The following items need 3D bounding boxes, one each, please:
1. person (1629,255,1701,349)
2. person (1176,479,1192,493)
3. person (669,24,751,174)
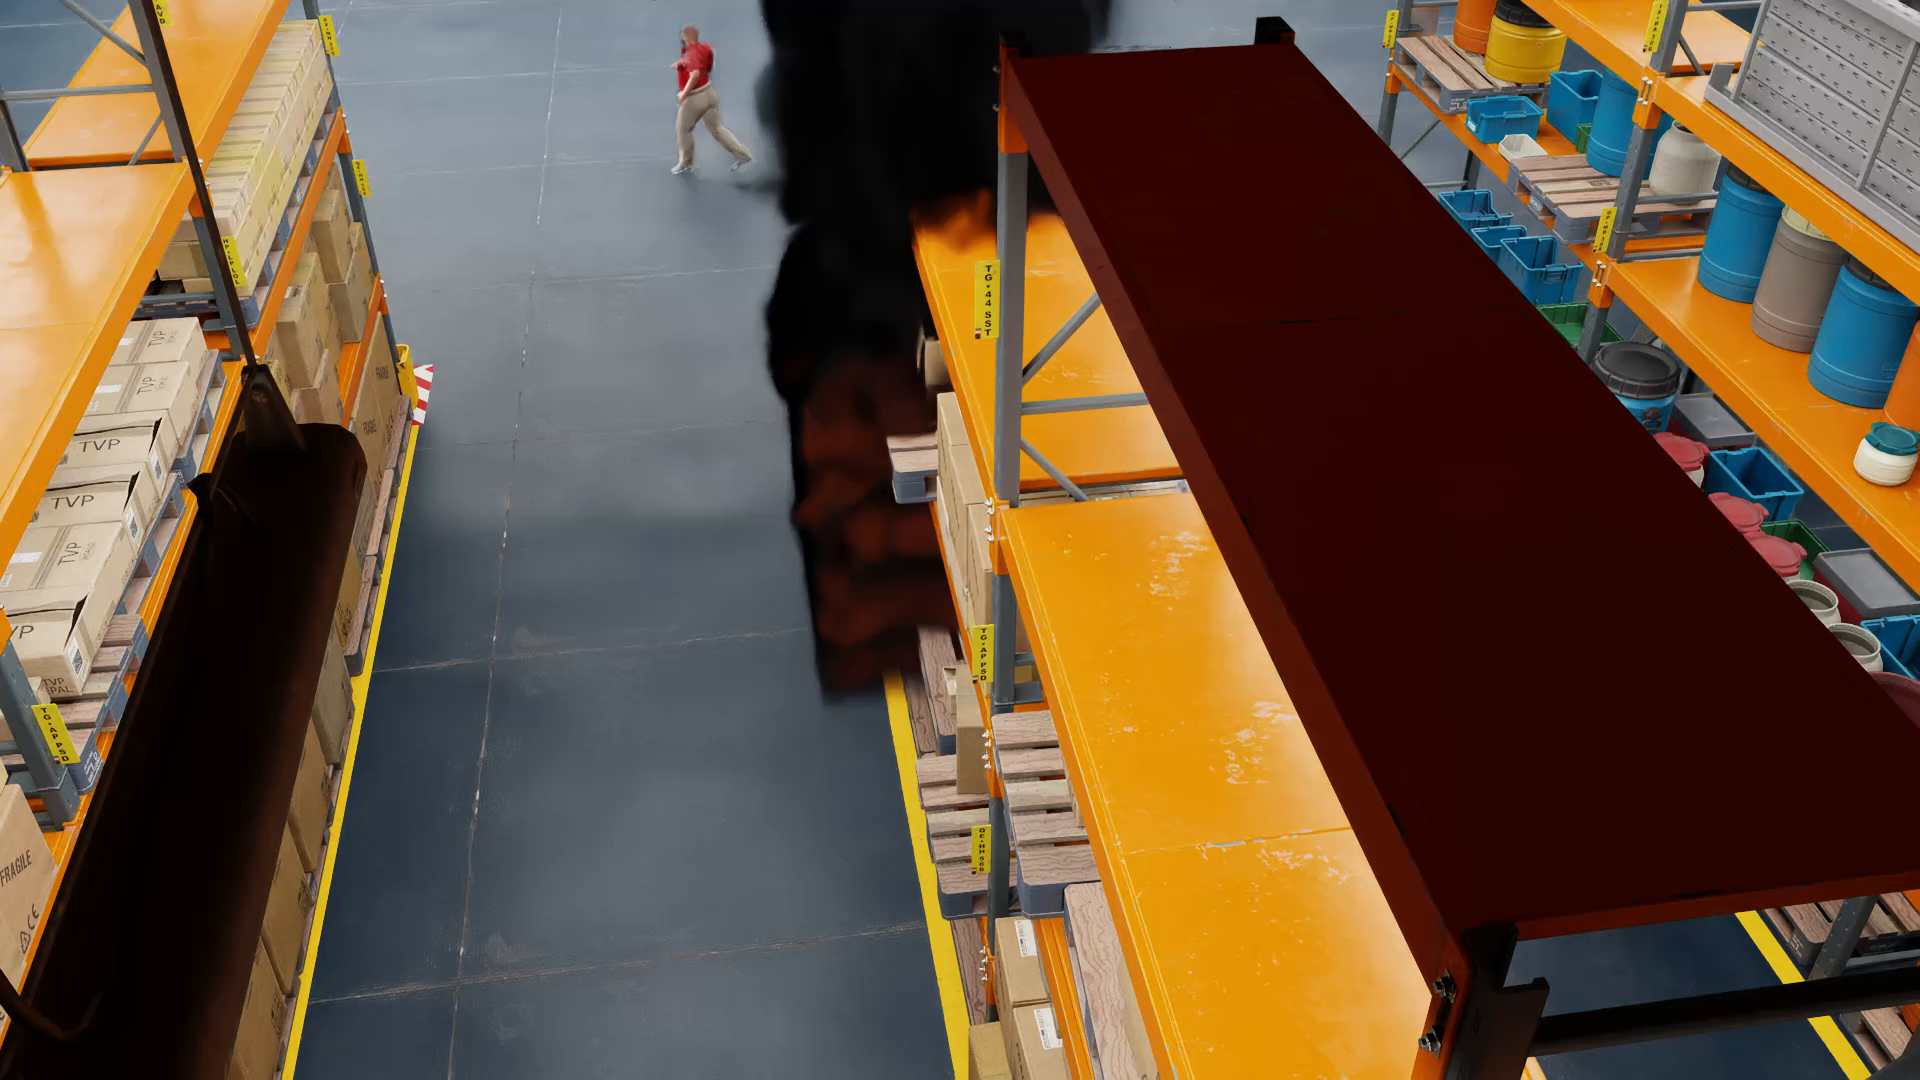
[{"bbox_3d":[6.082,-2.187,14.502,0.611,1.731,0.876,-7,37,-10],"label":"person"},{"bbox_3d":[1.414,0.135,11.299,0.665,1.759,0.576,-12,38,-16],"label":"person"},{"bbox_3d":[-2.887,-4.889,18.664,0.964,1.769,0.671,18,40,22],"label":"person"}]
